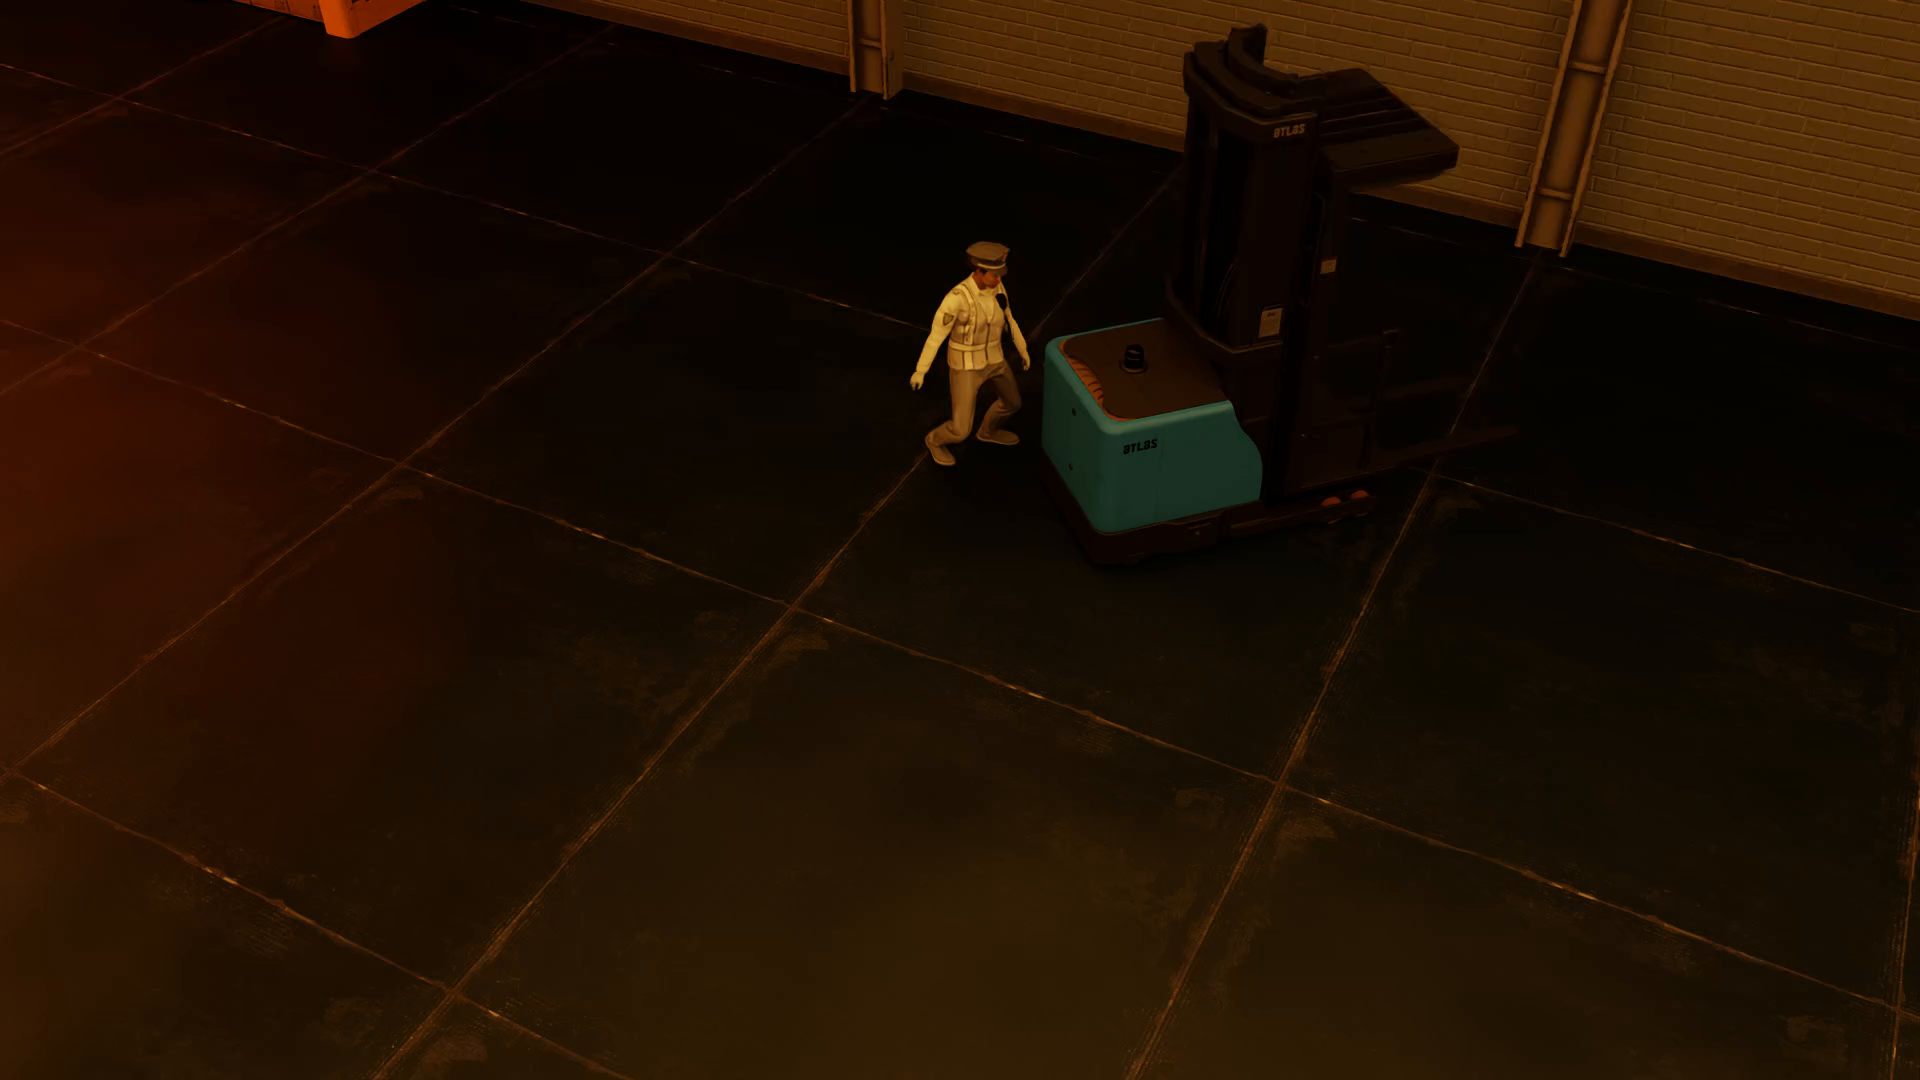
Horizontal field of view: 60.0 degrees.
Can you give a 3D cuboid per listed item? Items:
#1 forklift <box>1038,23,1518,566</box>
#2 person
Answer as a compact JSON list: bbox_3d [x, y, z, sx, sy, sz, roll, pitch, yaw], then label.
[{"bbox_3d":[2.073,-1.535,9.809,3.031,2.935,1.130,-13,42,-15],"label":"forklift"},{"bbox_3d":[0.070,-1.116,10.372,0.817,1.587,0.460,-24,46,-26],"label":"person"}]
